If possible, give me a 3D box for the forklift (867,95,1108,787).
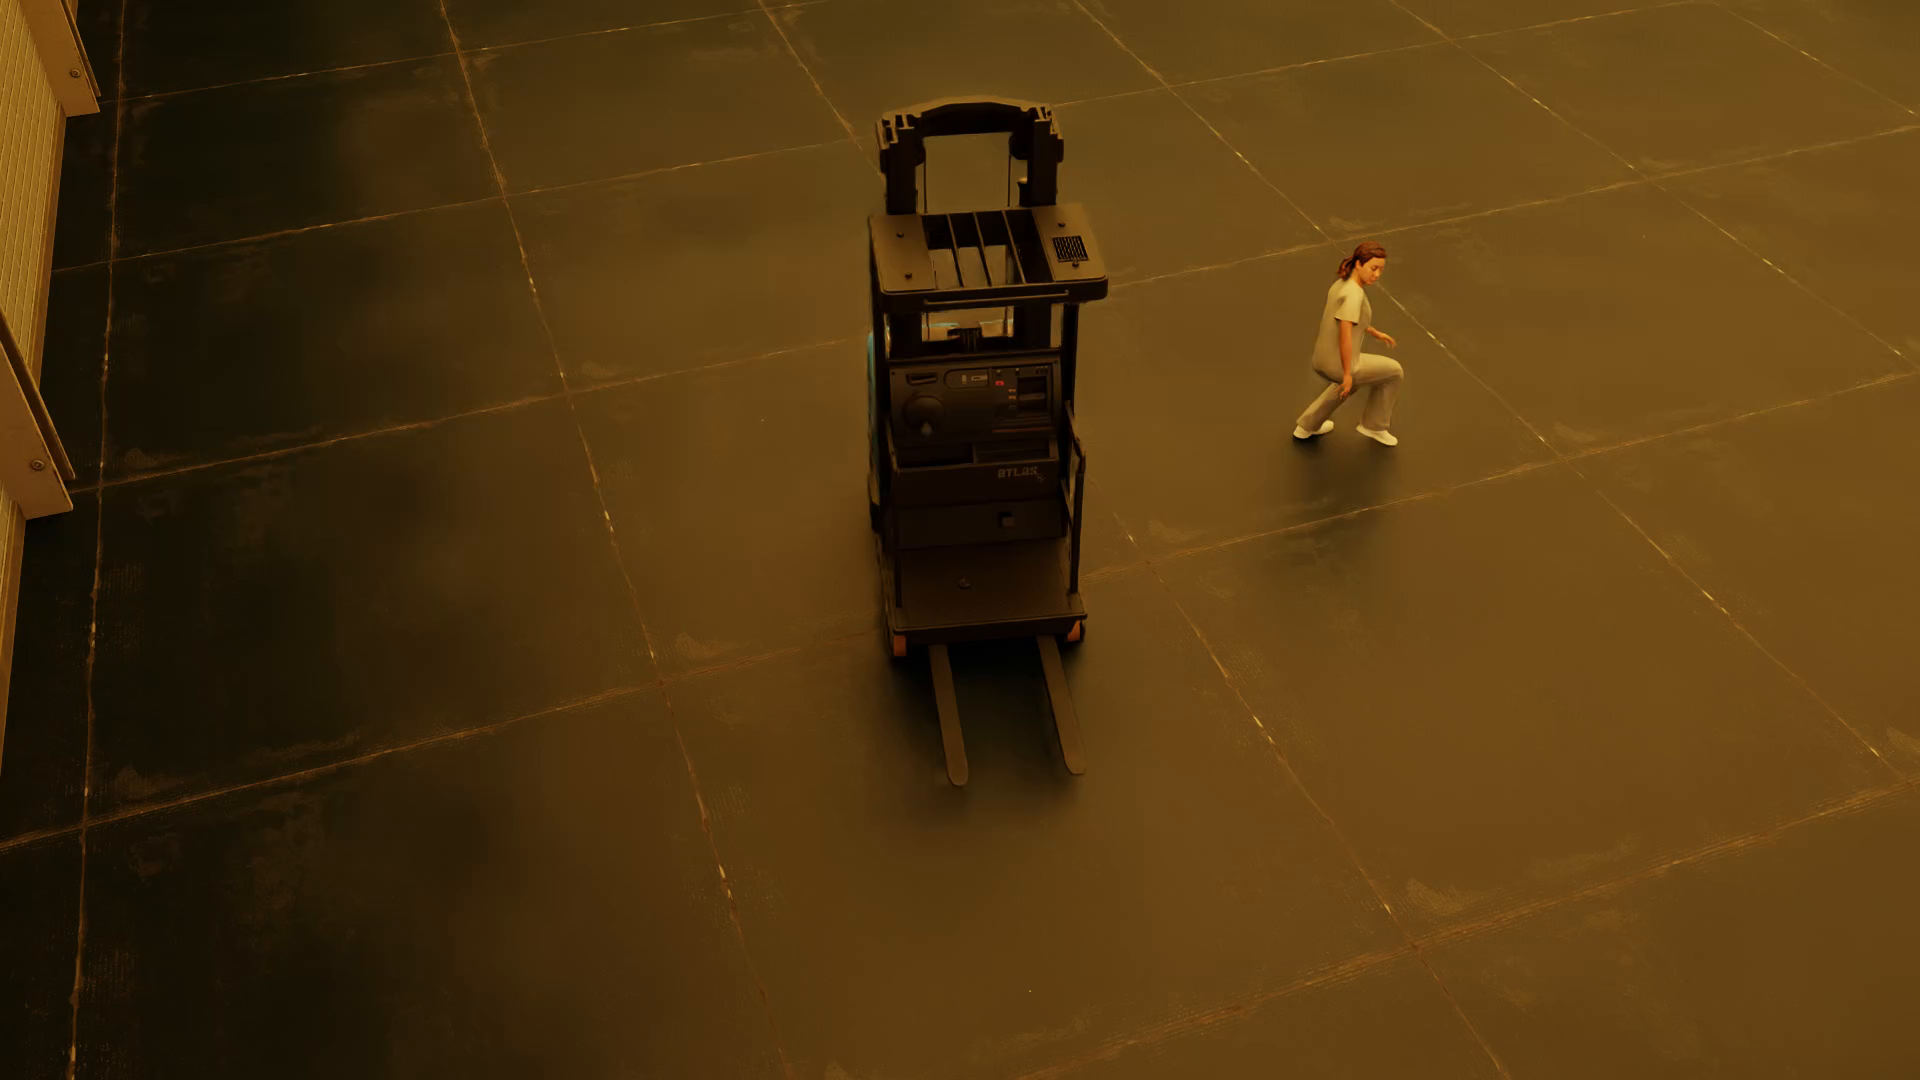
[{"bbox_3d":[0.114,-0.695,8.824,1.130,2.935,3.031,-5,40,-5],"label":"forklift"}]

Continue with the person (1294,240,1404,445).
[{"bbox_3d":[2.551,-1.177,10.565,0.674,1.463,0.667,-11,41,-13],"label":"person"}]
